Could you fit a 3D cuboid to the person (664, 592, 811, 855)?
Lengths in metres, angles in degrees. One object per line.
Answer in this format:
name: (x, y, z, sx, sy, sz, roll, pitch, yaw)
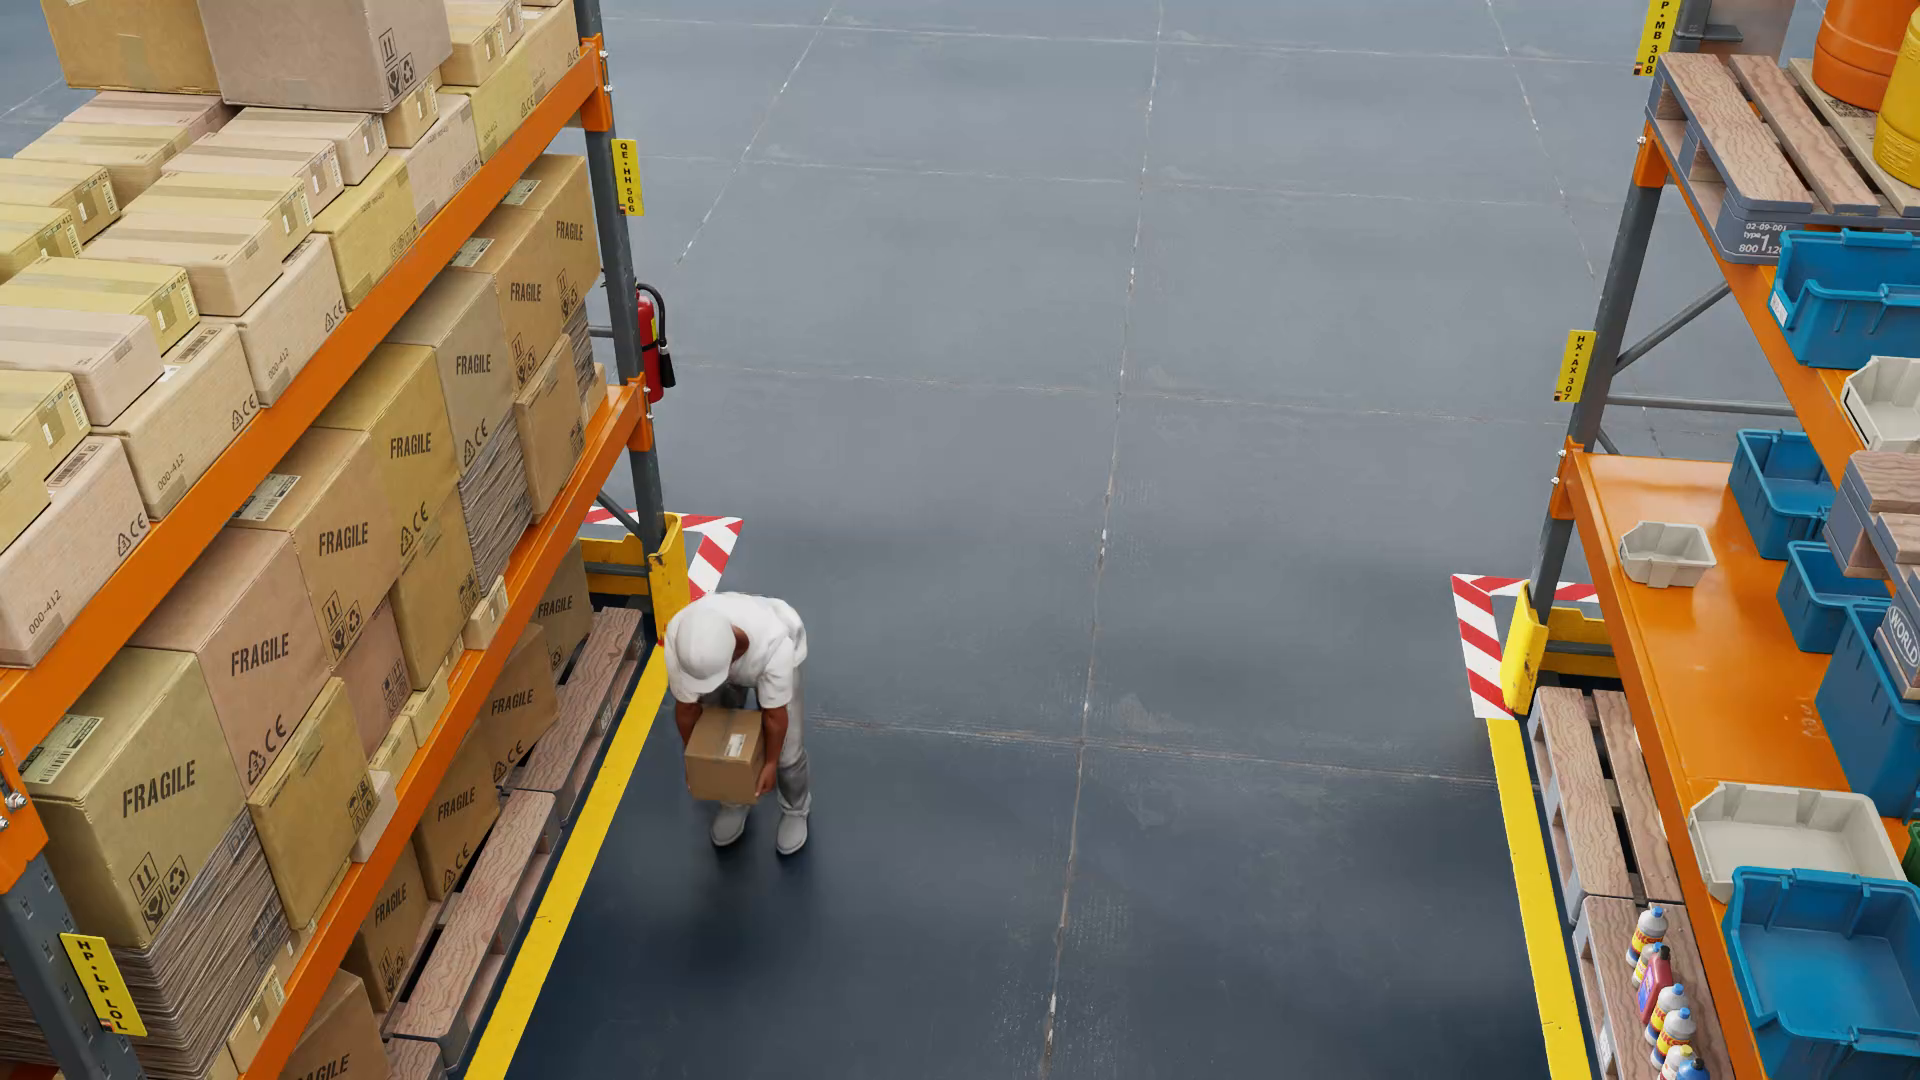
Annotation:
person: (-0.830, 0.686, 6.310, 0.475, 1.487, 0.842, 6, 36, 8)
